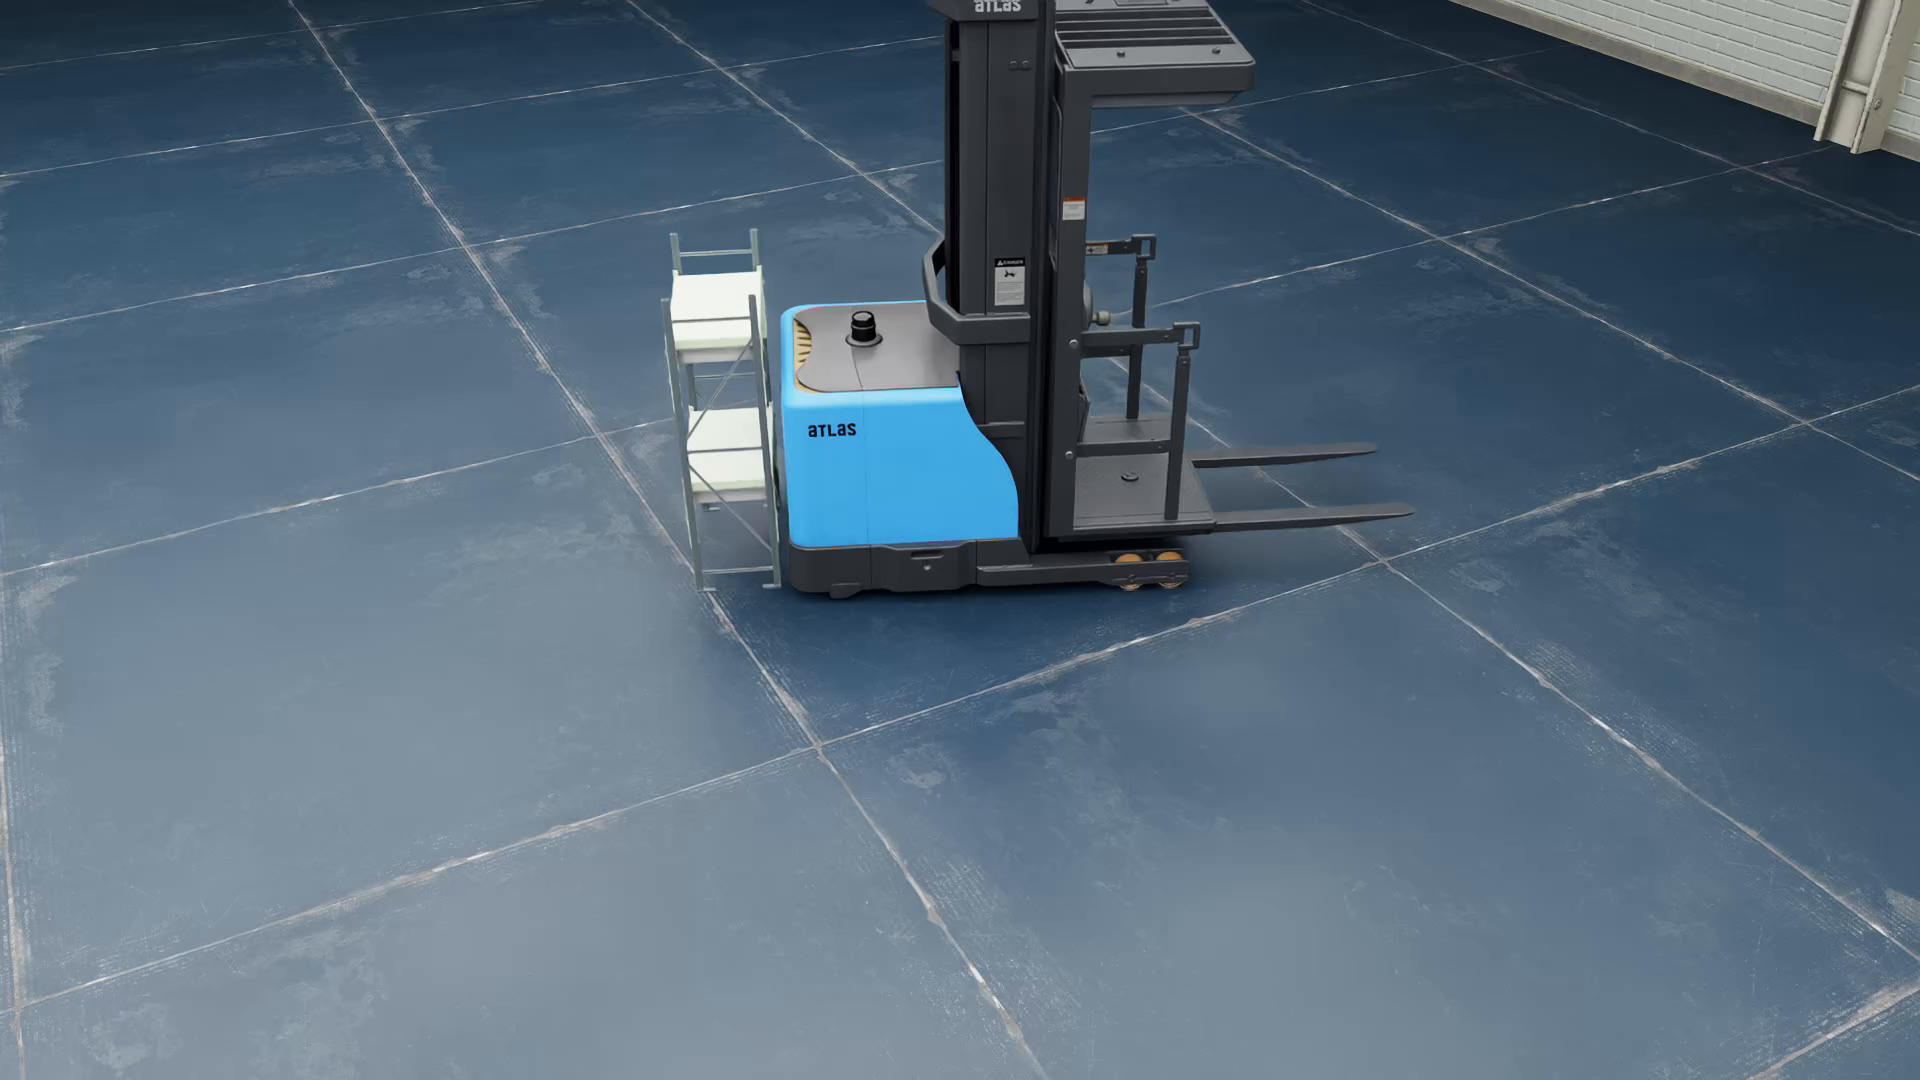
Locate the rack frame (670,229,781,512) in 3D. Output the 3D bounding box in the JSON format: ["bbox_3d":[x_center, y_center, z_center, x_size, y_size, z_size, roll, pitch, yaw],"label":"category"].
[{"bbox_3d":[-1.127,-0.794,8.092,0.400,1.500,0.023,-4,33,-4],"label":"rack frame"}]

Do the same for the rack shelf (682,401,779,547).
[{"bbox_3d":[-1.087,-0.323,7.961,0.431,0.370,0.720,-4,33,-4],"label":"rack shelf"}]

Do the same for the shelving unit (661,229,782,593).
[{"bbox_3d":[-1.092,-0.597,7.785,0.431,1.500,0.755,-4,33,-4],"label":"shelving unit"}]

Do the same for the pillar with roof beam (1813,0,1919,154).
[{"bbox_3d":[3.206,-5.842,9.027,9.100,9.000,0.400,-16,36,-23],"label":"pillar with roof beam"}]

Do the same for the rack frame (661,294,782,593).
[{"bbox_3d":[-1.058,-0.401,7.478,0.400,1.500,0.023,-4,33,-4],"label":"rack frame"}]

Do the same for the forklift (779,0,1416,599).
[{"bbox_3d":[0.670,-1.282,7.535,3.031,2.935,1.130,-3,33,-5],"label":"forklift"}]

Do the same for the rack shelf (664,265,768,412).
[{"bbox_3d":[-1.098,-0.926,7.574,0.431,0.370,0.720,-4,33,-4],"label":"rack shelf"}]
